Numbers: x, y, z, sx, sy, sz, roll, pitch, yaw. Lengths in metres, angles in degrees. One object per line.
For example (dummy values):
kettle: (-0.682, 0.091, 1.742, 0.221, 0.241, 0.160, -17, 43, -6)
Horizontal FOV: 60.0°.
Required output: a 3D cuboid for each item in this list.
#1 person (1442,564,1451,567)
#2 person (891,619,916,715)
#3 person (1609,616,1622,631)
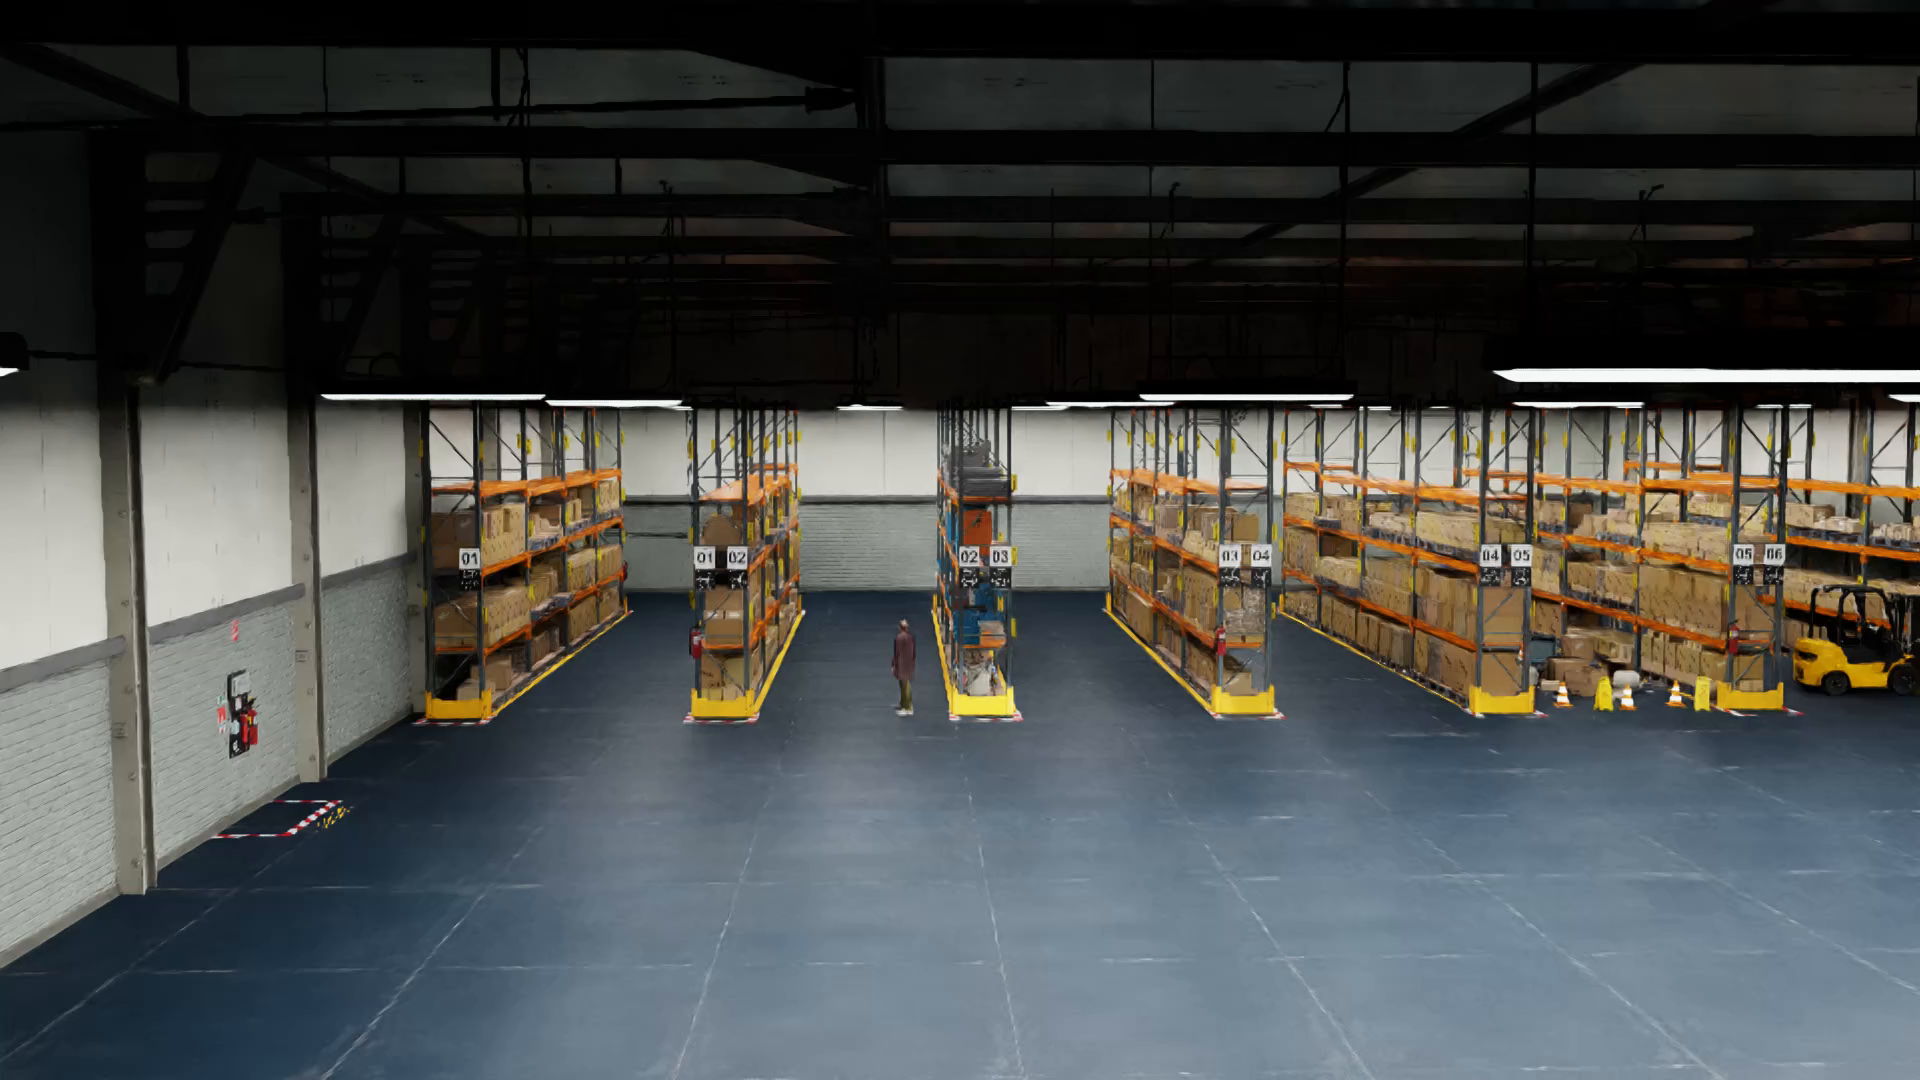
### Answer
person: (14.388, 1.094, 49.153, 0.551, 1.650, 0.700, 3, 5, 33)
person: (-1.092, 2.382, 31.529, 0.636, 1.775, 0.677, 3, 5, 30)
person: (16.557, 1.560, 42.160, 0.498, 1.784, 0.614, 2, 5, 28)
